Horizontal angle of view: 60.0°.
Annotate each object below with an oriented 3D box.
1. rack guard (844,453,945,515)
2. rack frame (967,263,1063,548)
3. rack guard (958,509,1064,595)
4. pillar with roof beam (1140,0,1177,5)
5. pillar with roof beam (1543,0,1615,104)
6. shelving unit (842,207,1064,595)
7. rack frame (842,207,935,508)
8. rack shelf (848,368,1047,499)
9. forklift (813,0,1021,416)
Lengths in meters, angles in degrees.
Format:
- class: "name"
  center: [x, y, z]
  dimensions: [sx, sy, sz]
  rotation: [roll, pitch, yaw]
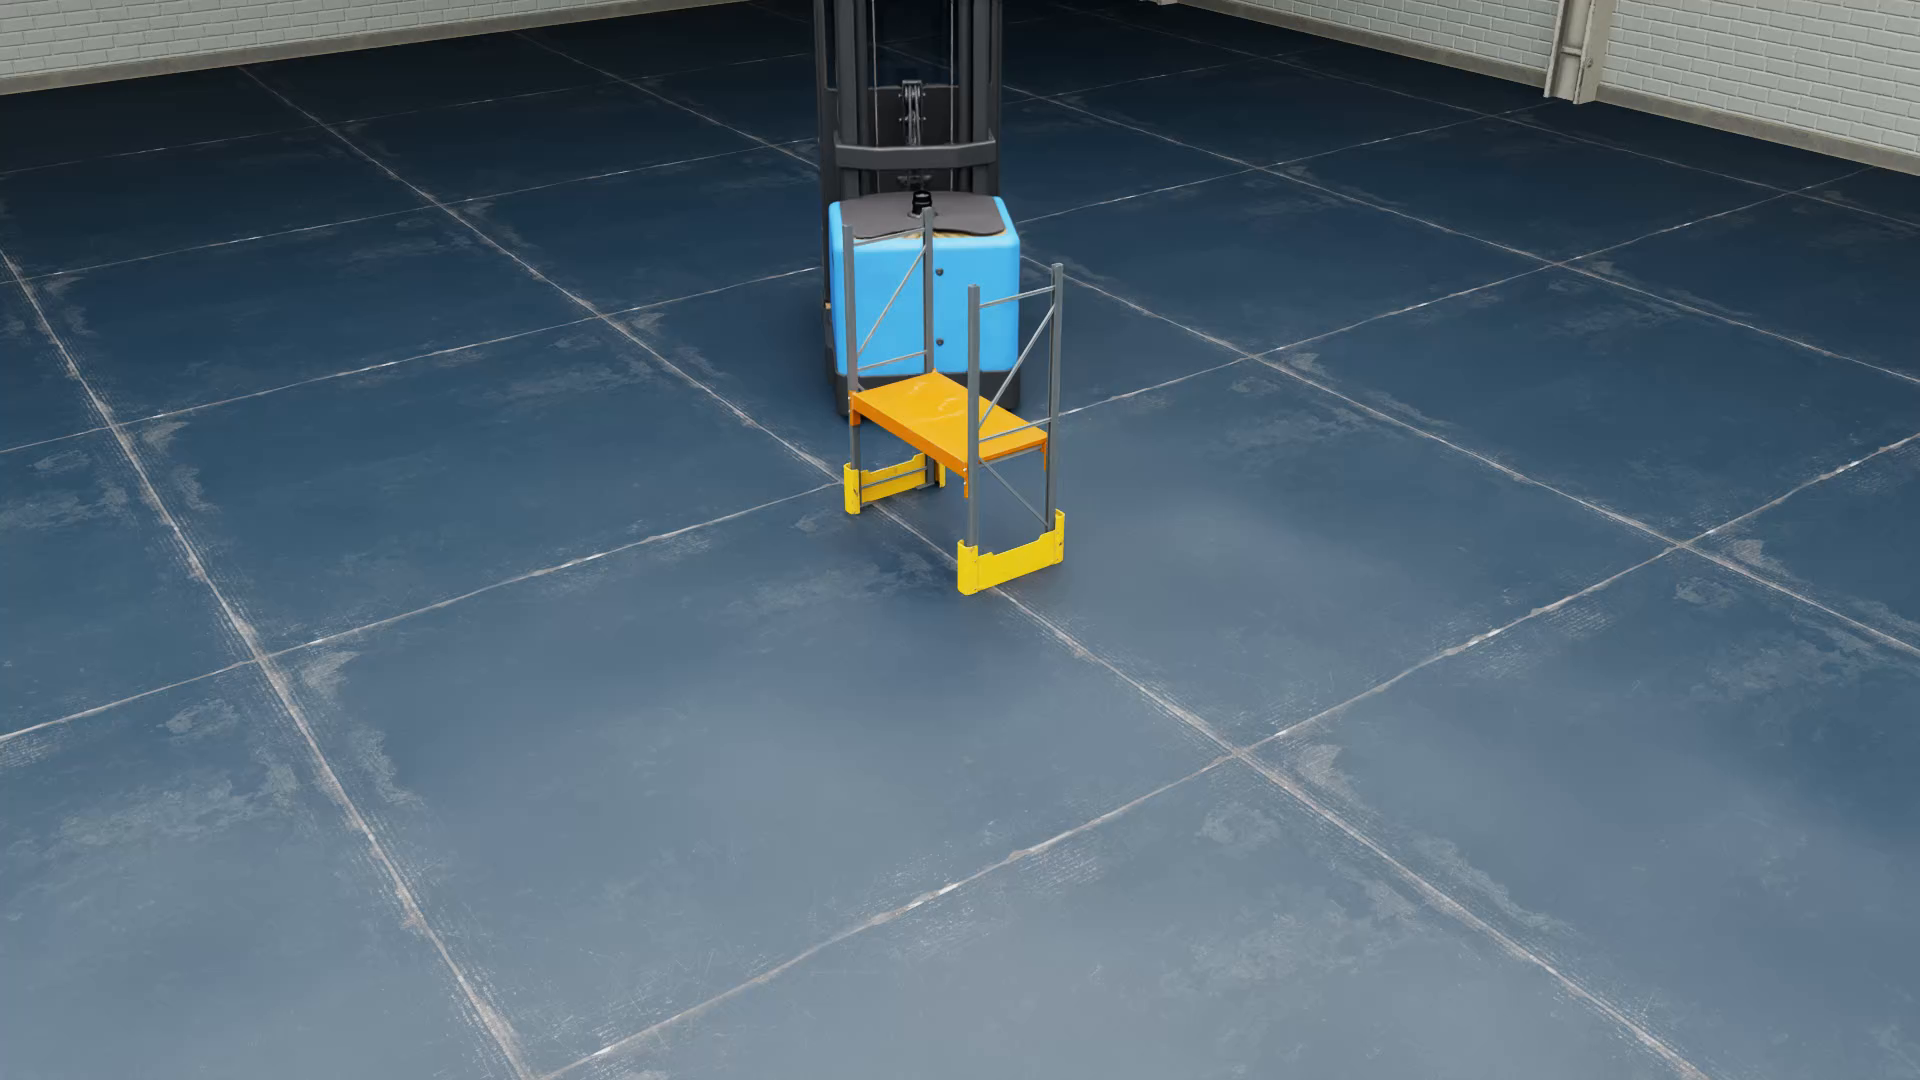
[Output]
- class: "rack guard"
  center: [-0.333, -0.333, 8.601]
  dimensions: [0.587, 0.250, 0.087]
  rotation: [-19, 34, -31]
- class: "rack frame"
  center: [0.245, -0.495, 7.589]
  dimensions: [0.500, 1.500, 0.032]
  rotation: [-19, 34, -31]
- class: "rack guard"
  center: [0.245, 0.054, 7.888]
  dimensions: [0.587, 0.250, 0.087]
  rotation: [-19, 34, -31]
- class: "pillar with roof beam"
  center: [-1.061, -9.389, 16.109]
  dimensions: [9.100, 9.000, 0.400]
  rotation: [-19, 34, -31]
- class: "pillar with roof beam"
  center: [2.419, -7.056, 11.814]
  dimensions: [9.100, 9.000, 0.400]
  rotation: [-19, 34, -31]
- class: "shelving unit"
  center: [-0.044, -0.689, 7.947]
  dimensions: [0.587, 1.500, 1.083]
  rotation: [-19, 34, -31]
- class: "rack frame"
  center: [-0.344, -0.890, 8.317]
  dimensions: [0.500, 1.500, 0.032]
  rotation: [-19, 34, -31]
- class: "rack shelf"
  center: [-0.049, -0.534, 8.039]
  dimensions: [0.538, 0.185, 1.000]
  rotation: [-19, 34, -31]
- class: "forklift"
  center: [-0.328, -2.662, 10.080]
  dimensions: [1.130, 2.935, 3.031]
  rotation: [-3, 29, -5]
